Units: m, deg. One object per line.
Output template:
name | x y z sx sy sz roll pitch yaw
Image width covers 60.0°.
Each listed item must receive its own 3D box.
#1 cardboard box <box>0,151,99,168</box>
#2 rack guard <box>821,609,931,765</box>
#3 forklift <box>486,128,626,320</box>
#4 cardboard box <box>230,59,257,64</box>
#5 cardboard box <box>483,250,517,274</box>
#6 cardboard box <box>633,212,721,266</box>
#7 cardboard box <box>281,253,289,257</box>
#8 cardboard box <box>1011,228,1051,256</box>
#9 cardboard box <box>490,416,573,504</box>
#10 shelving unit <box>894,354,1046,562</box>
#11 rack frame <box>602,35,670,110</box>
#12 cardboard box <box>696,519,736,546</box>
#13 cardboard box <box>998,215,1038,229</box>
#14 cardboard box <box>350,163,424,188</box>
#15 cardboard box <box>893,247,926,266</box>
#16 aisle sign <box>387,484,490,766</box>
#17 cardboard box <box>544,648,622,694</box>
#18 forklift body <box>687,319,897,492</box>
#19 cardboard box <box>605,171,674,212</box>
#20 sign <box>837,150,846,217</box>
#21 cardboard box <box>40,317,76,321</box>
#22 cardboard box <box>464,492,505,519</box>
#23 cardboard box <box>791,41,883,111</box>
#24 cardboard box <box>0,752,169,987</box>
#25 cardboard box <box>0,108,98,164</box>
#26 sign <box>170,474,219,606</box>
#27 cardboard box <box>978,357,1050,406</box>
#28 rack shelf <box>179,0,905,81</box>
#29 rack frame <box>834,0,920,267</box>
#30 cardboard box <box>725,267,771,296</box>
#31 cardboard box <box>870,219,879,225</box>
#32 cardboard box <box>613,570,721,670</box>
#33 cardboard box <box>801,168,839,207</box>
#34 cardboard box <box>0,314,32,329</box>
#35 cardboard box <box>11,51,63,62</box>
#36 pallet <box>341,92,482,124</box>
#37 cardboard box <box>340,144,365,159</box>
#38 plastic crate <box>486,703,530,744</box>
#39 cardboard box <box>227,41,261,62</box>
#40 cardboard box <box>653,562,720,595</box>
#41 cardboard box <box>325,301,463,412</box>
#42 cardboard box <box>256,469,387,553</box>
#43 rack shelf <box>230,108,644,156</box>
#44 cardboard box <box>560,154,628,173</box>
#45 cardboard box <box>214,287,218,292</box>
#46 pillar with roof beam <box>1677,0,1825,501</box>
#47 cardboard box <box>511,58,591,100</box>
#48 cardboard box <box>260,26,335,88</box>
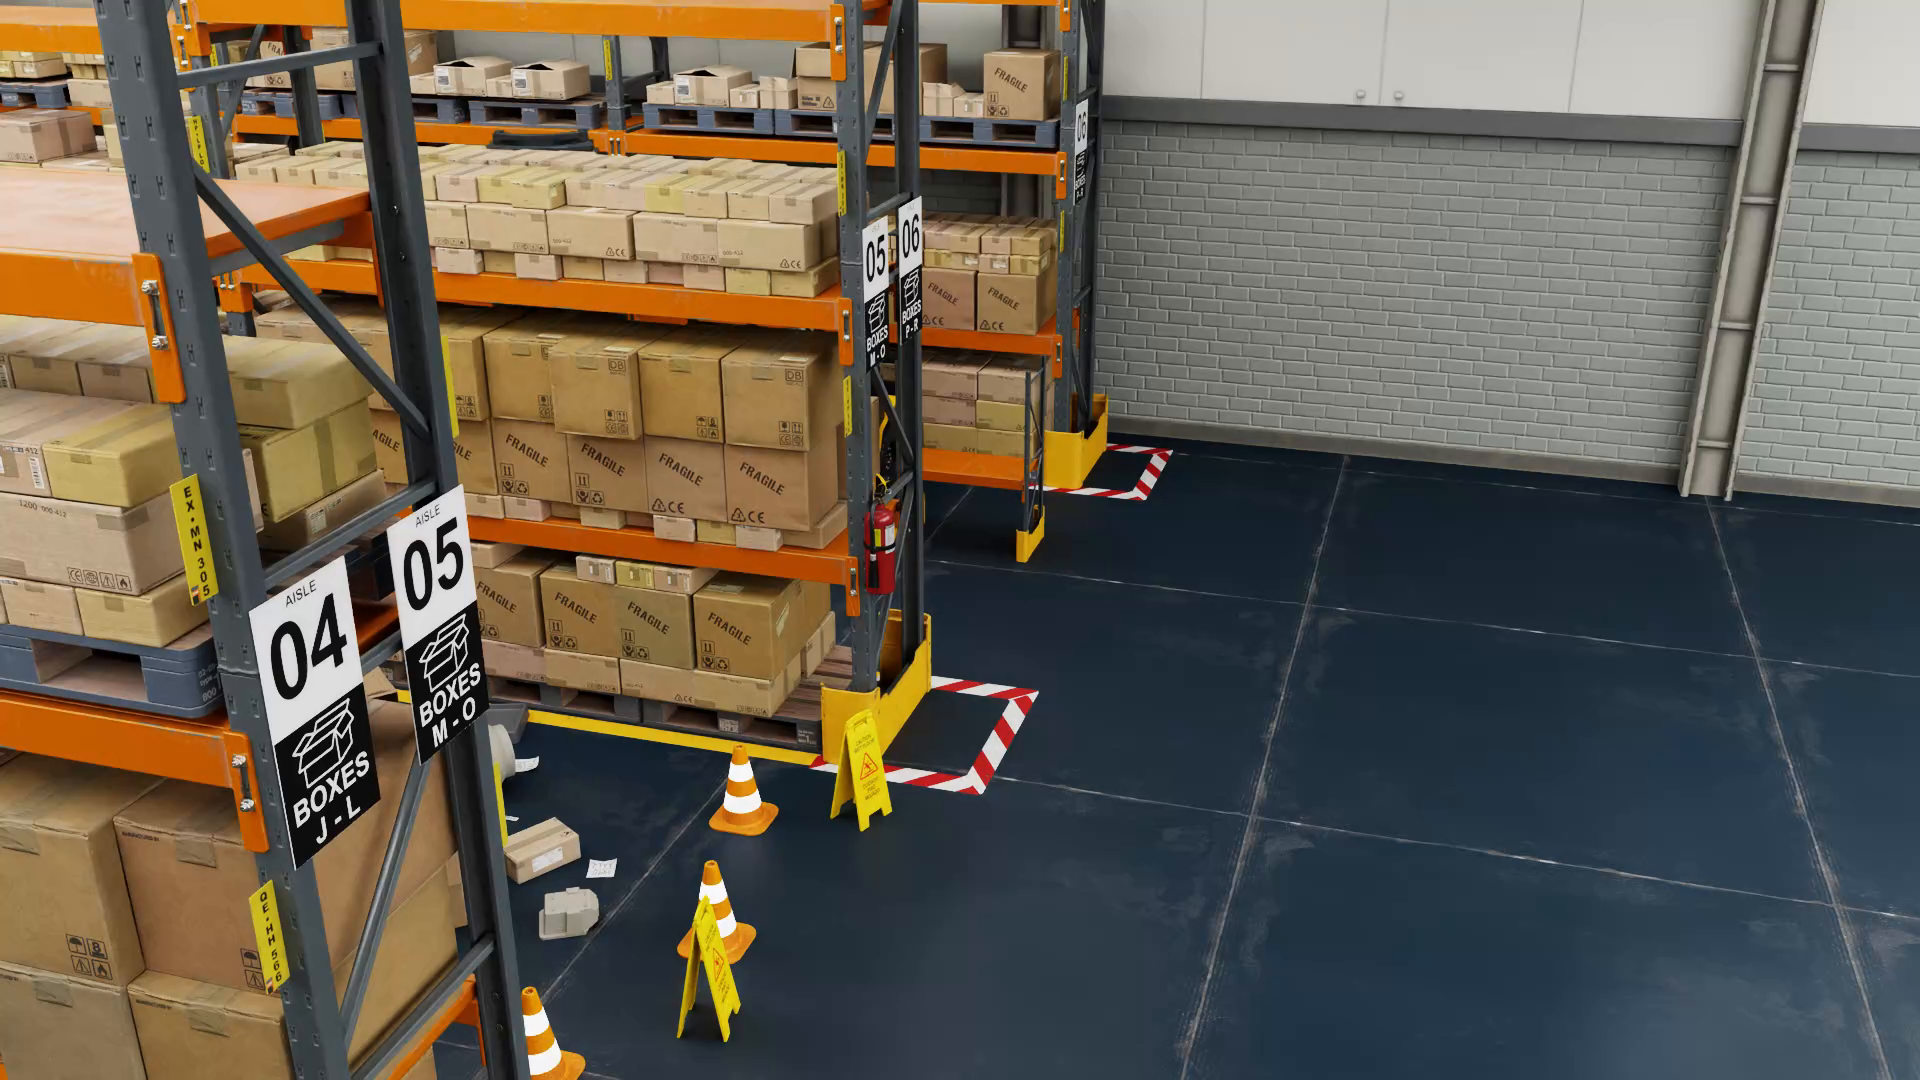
cardboard box | -5.833 -2.321 10.572 0.500 0.250 0.500 7 23 16
rack guard | -0.504 0.904 10.314 0.348 0.500 1.175 7 23 16
forklift | -3.487 -2.149 14.552 1.130 2.935 3.031 -3 22 -7
cardboard box | -6.941 -4.555 16.047 0.250 0.149 0.380 7 23 16
cardboard box | -2.555 -1.662 9.652 0.250 0.149 0.380 7 23 16
cardboard box | -1.476 -1.719 9.267 0.500 0.250 0.500 6 23 15
cardboard box | -4.031 -1.830 10.063 0.250 0.149 0.380 6 23 15
cardboard box | 0.595 -2.495 13.927 0.250 0.149 0.380 7 23 16
cardboard box | -2.466 -0.563 10.071 0.500 0.500 0.500 7 23 16
shelving unit | 0.073 -0.686 12.870 1.083 1.500 0.587 7 23 16
rack frame | -2.831 -5.263 14.147 0.127 3.000 1.000 7 23 16
cardboard box | -1.365 -0.115 9.834 0.250 0.149 0.380 6 23 15
cardboard box | 0.503 -2.699 14.423 0.250 0.149 0.380 7 23 17
cardboard box | -3.302 -2.082 9.626 0.250 0.149 0.380 6 23 15
cardboard box | -0.401 -2.442 14.190 0.250 0.149 0.380 6 23 14
aisle sign | -1.610 0.261 5.161 0.004 0.787 0.394 7 23 16
cardboard box | -2.279 0.727 10.519 0.500 0.250 0.500 6 23 14
forklift body | -1.343 -1.201 13.268 1.214 2.155 2.313 7 23 16
cardboard box | -1.786 -1.954 9.315 0.250 0.149 0.380 7 23 16
sign | -0.611 -1.843 8.595 0.005 0.325 0.100 7 23 16
cardboard box | -5.701 -1.422 10.758 0.250 0.149 0.380 6 23 13
cardboard box | -2.830 -0.272 10.217 0.250 0.149 0.380 7 23 16
cardboard box | -0.996 -3.911 13.984 0.637 0.503 0.797 7 23 17
cardboard box | -2.662 0.914 5.373 0.550 0.550 0.875 7 23 16
cardboard box | -5.836 -2.548 10.468 0.500 0.250 0.500 7 23 16
sign | -1.934 0.000 4.208 0.005 0.325 0.100 7 23 16
cardboard box | 0.468 -1.370 14.316 0.500 0.250 0.500 7 23 17
rack shelf | -2.346 -2.905 9.352 4.000 0.370 1.077 7 23 16
rack frame | -0.431 -3.020 8.680 0.127 3.000 1.000 7 23 16
cardboard box | -1.101 -1.469 9.182 0.250 0.149 0.380 7 23 16
cardboard box | -0.875 -2.661 14.332 0.250 0.149 0.380 7 23 16
cardboard box | -1.774 0.437 10.238 0.500 0.500 0.500 7 23 17
cardboard box | -0.713 -1.998 9.422 0.250 0.149 0.380 6 23 15
cardboard box | -3.209 -0.608 5.348 0.250 0.149 0.380 6 23 15
cardboard box | -8.839 -4.674 15.919 0.250 0.149 0.380 7 23 16
pallet | -4.913 -4.062 15.423 1.213 0.211 1.003 8 24 18
cardboard box | -3.623 -2.368 10.322 0.250 0.149 0.380 6 23 14
plastic crate | -2.995 1.138 10.296 0.583 0.080 0.402 -1 22 -3
cardboard box | -6.933 -4.707 16.025 0.250 0.149 0.380 6 23 14
cardboard box | -1.644 0.177 10.017 0.250 0.149 0.380 7 23 17
cardboard box | -3.420 -1.139 10.157 0.500 0.500 0.700 7 23 16
cardboard box | -2.000 -0.101 5.163 0.250 0.149 0.380 7 23 16
rack shelf | -4.745 -3.761 15.387 4.000 0.370 1.077 7 23 16
cardboard box | -2.160 -2.176 9.856 0.250 0.149 0.380 7 23 17
cardboard box | -7.811 -2.534 17.287 0.250 0.149 0.380 5 23 13
pillar with roof beam | 5.093 -3.006 8.646 0.400 9.000 9.100 7 23 16
cardboard box | -3.594 -4.065 14.612 0.500 0.311 0.500 6 23 14
cardboard box | -6.037 -4.432 15.258 0.500 0.500 0.500 7 23 16
